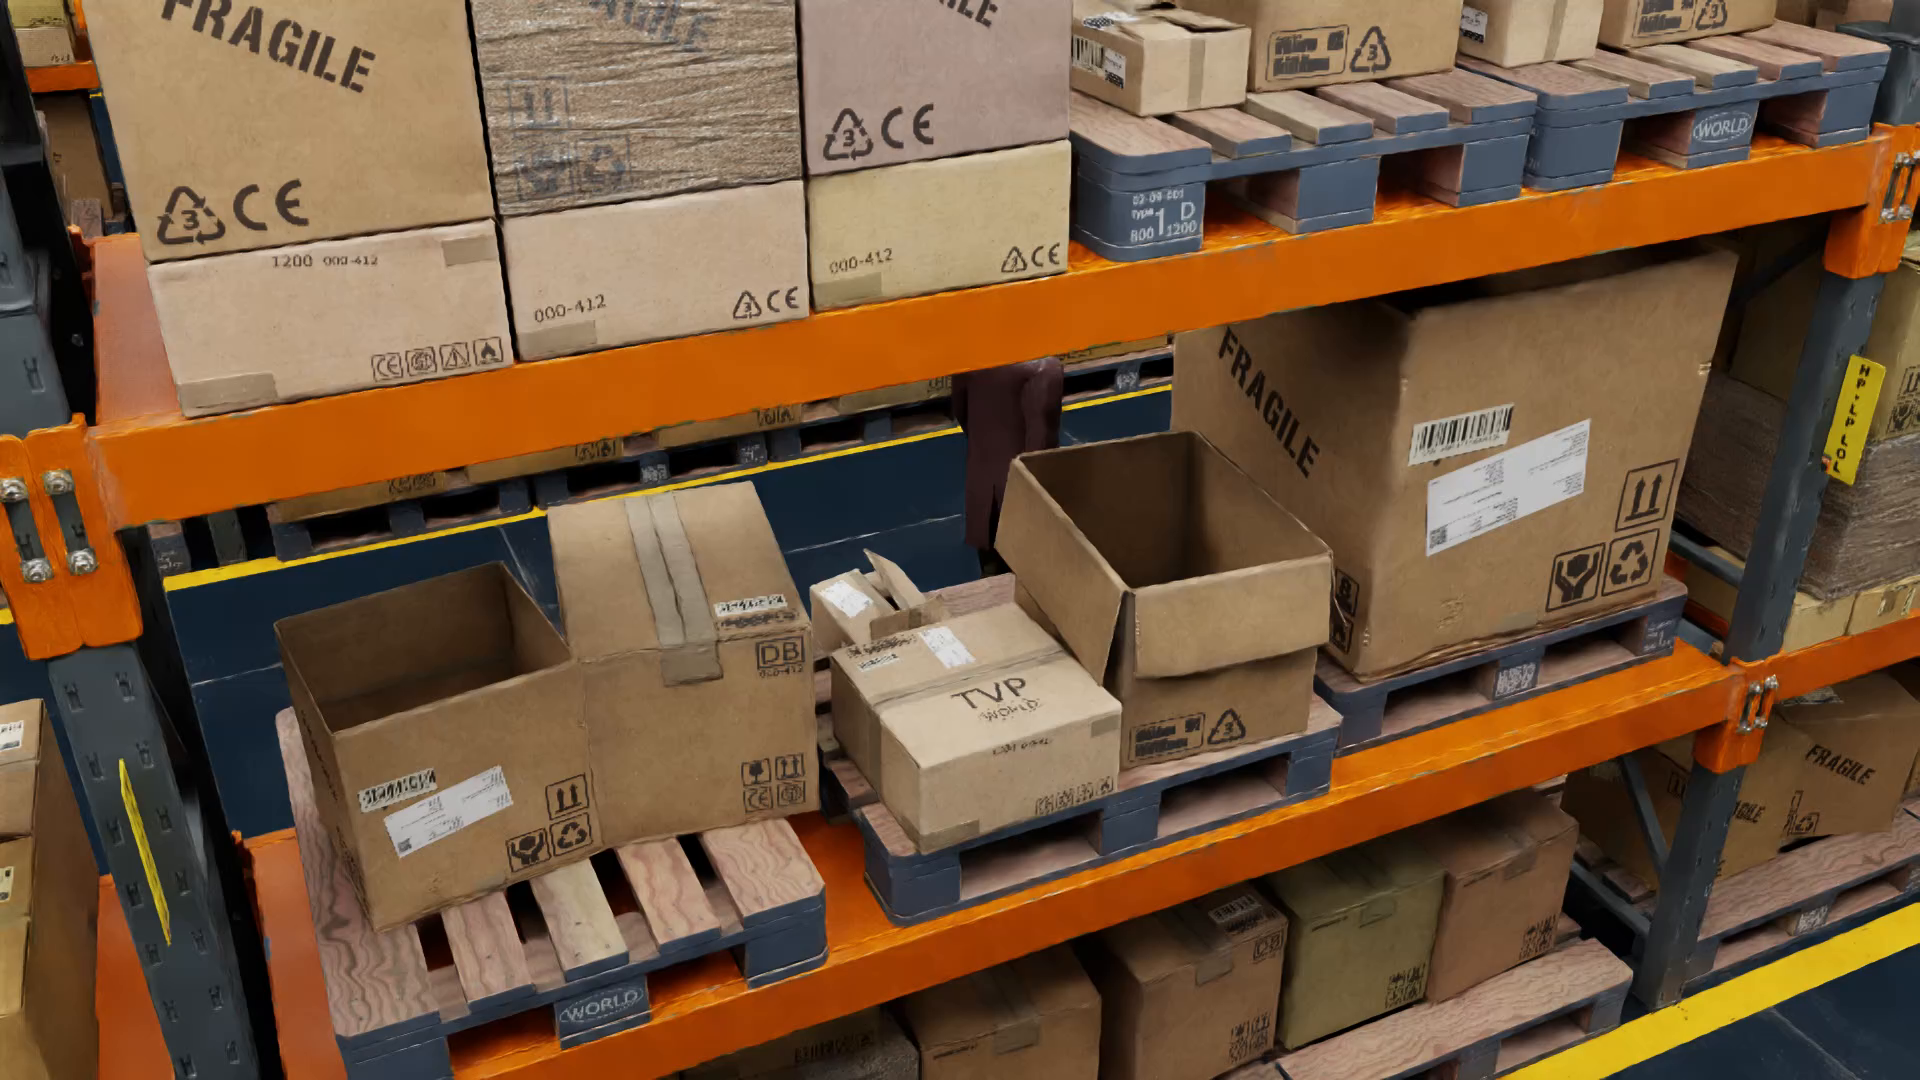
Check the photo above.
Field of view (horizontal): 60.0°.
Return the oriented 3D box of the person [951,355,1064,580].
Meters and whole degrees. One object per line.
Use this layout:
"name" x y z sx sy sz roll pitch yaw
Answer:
"person" 0.194 -0.233 6.583 0.595 1.738 1.004 19 34 31
